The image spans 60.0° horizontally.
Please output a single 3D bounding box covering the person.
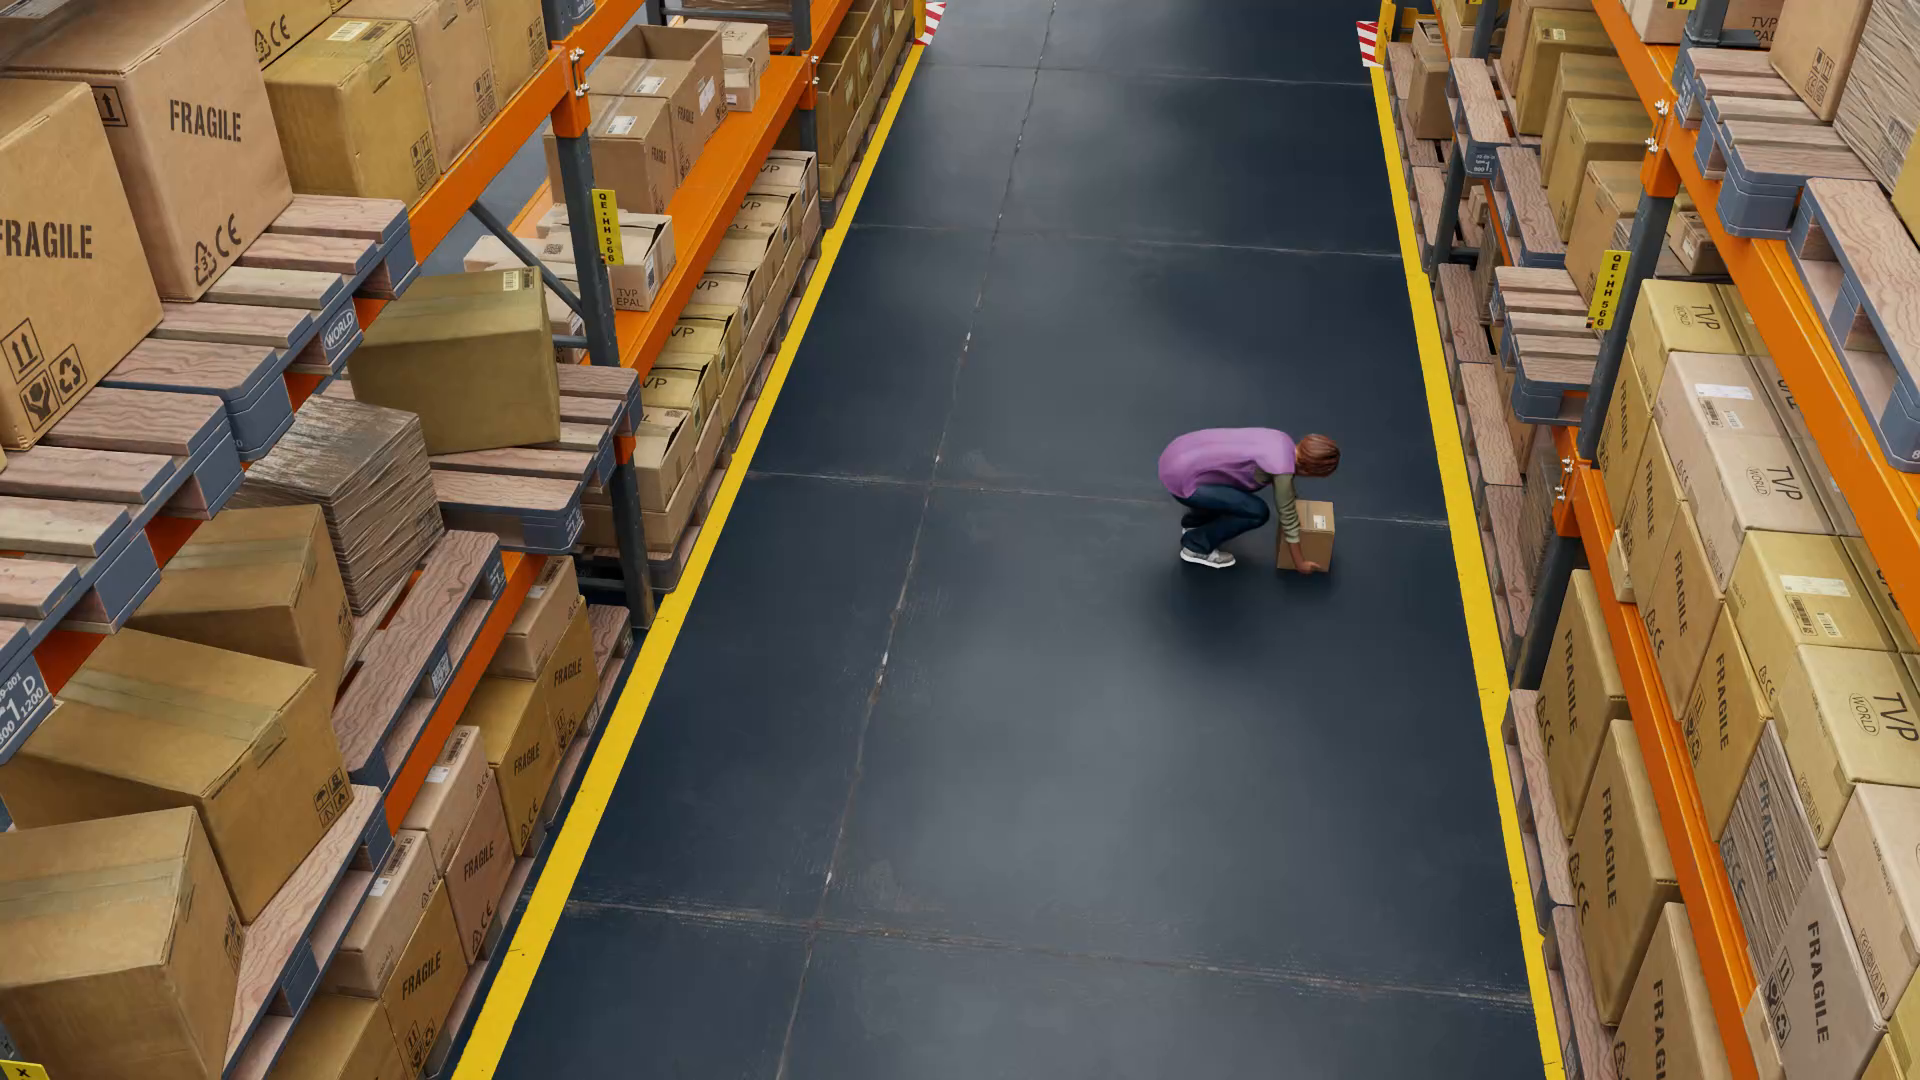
[{"bbox_3d":[1.388,-0.215,8.114,0.866,0.699,0.414,4,37,5],"label":"person"}]
